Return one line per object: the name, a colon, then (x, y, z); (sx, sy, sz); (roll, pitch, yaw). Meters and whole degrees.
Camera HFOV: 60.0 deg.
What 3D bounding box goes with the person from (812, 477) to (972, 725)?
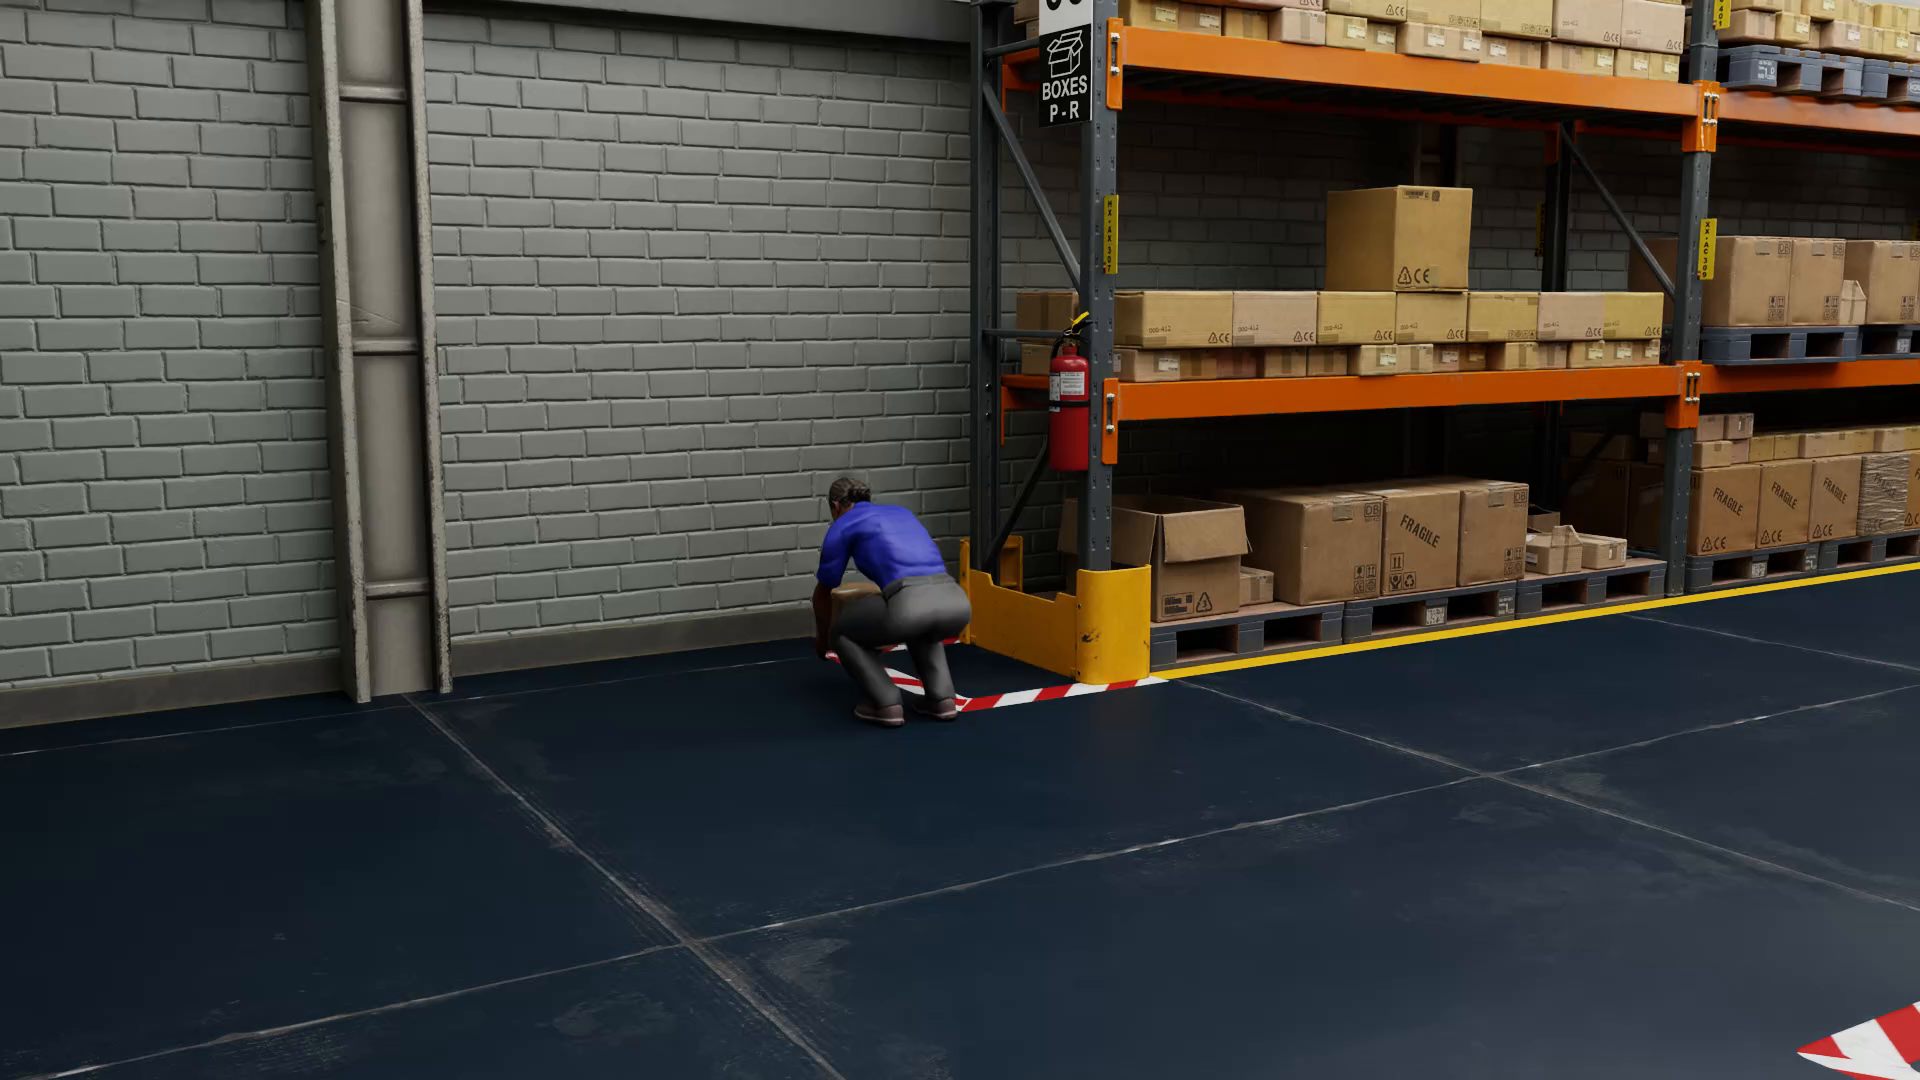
person: (-0.297, 0.239, 6.725); (0.482, 0.942, 0.822); (-5, 9, -29)
